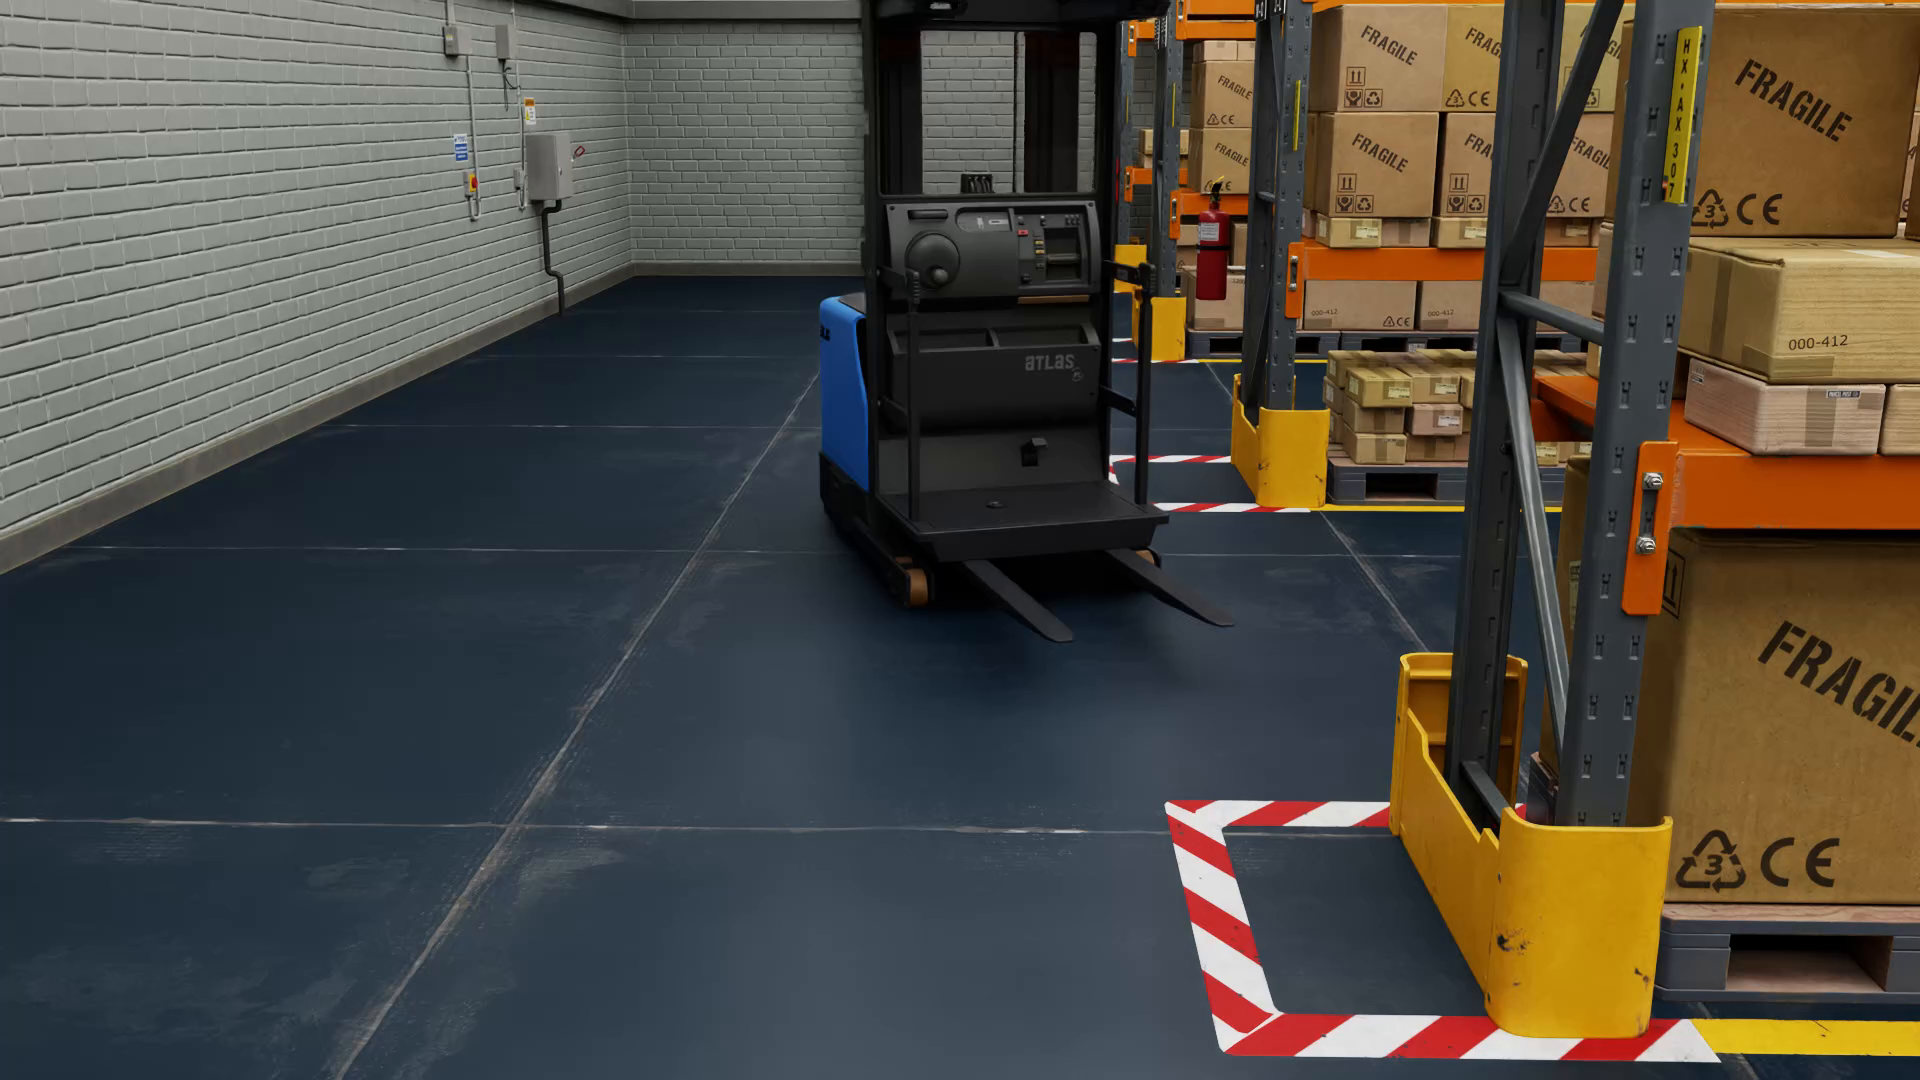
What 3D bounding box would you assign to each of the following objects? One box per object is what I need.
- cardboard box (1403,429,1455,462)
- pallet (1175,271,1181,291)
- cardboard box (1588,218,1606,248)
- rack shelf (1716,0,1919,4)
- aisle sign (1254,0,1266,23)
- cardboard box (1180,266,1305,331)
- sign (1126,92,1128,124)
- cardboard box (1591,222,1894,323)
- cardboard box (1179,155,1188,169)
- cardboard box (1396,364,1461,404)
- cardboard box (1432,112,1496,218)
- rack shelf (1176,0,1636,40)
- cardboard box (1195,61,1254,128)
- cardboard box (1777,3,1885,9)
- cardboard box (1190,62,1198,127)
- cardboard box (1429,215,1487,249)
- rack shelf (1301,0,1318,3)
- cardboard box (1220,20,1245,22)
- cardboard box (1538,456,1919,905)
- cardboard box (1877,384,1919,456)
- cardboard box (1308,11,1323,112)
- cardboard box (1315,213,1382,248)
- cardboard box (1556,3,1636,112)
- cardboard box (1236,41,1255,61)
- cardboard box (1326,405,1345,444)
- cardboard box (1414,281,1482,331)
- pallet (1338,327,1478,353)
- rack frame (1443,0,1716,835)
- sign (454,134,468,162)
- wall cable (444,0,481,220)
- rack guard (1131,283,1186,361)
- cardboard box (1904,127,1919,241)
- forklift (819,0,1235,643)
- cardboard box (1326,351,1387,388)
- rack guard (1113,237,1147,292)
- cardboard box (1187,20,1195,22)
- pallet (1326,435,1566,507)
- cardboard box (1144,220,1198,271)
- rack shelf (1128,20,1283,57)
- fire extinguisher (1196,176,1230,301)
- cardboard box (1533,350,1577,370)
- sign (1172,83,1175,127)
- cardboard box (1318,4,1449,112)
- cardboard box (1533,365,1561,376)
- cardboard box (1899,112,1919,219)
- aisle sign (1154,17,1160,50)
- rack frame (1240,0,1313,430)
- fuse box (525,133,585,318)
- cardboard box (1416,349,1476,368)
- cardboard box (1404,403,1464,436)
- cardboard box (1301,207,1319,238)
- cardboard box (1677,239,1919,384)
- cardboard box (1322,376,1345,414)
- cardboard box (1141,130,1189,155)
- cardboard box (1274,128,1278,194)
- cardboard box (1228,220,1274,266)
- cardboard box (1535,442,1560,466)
[{"bbox_3d":[2.413,-0.522,8.705,0.250,0.149,0.380,0,15,1],"label":"cardboard box"},{"bbox_3d":[2.655,-2.939,18.565,1.213,0.211,1.003,0,15,1],"label":"pallet"},{"bbox_3d":[3.251,-1.566,8.389,0.250,0.149,0.380,0,15,0],"label":"cardboard box"},{"bbox_3d":[7.657,-4.090,12.993,4.000,0.370,1.077,0,15,1],"label":"rack shelf"},{"bbox_3d":[1.568,-3.098,8.605,0.004,0.787,0.394,0,15,1],"label":"aisle sign"},{"bbox_3d":[2.321,-2.012,13.785,0.875,0.438,0.875,0,15,0],"label":"cardboard box"},{"bbox_3d":[1.768,-4.573,17.595,0.005,0.325,0.100,0,15,1],"label":"sign"},{"bbox_3d":[1.897,-0.635,4.078,0.500,0.250,0.500,0,15,1],"label":"cardboard box"},{"bbox_3d":[2.359,-4.109,18.027,0.250,0.149,0.380,1,15,3],"label":"cardboard box"},{"bbox_3d":[2.427,-0.815,8.647,0.250,0.149,0.380,1,15,2],"label":"cardboard box"},{"bbox_3d":[2.611,-1.885,8.327,0.500,0.500,0.500,0,15,2],"label":"cardboard box"},{"bbox_3d":[3.658,-4.116,13.091,4.000,0.370,1.077,0,15,1],"label":"rack shelf"},{"bbox_3d":[2.132,-3.483,13.004,0.500,0.500,0.500,0,15,0],"label":"cardboard box"},{"bbox_3d":[4.127,-2.356,8.152,0.500,0.500,0.500,1,15,3],"label":"cardboard box"},{"bbox_3d":[2.147,-3.616,13.510,0.500,0.500,0.500,1,15,3],"label":"cardboard box"},{"bbox_3d":[2.472,-1.550,8.327,0.250,0.149,0.380,0,15,0],"label":"cardboard box"},{"bbox_3d":[3.633,-2.853,8.304,4.000,0.370,1.077,0,15,1],"label":"rack shelf"},{"bbox_3d":[2.860,-5.531,17.537,0.250,0.149,0.380,1,15,3],"label":"cardboard box"},{"bbox_3d":[2.048,0.309,4.132,0.875,0.875,0.875,0,15,1],"label":"cardboard box"},{"bbox_3d":[2.009,-0.290,3.552,0.250,0.149,0.380,0,15,1],"label":"cardboard box"},{"bbox_3d":[2.097,-2.500,8.695,0.500,0.500,0.500,0,15,0],"label":"cardboard box"},{"bbox_3d":[1.949,-1.556,8.352,0.250,0.149,0.380,0,15,1],"label":"cardboard box"},{"bbox_3d":[3.100,-2.358,8.158,0.500,0.500,0.500,0,15,0],"label":"cardboard box"},{"bbox_3d":[2.271,-3.816,12.995,0.250,0.149,0.380,1,15,3],"label":"cardboard box"},{"bbox_3d":[2.165,-0.638,9.143,0.250,0.149,0.380,1,15,2],"label":"cardboard box"},{"bbox_3d":[4.138,-2.002,13.747,0.875,0.438,0.875,0,15,0],"label":"cardboard box"},{"bbox_3d":[3.677,-1.684,13.810,1.213,0.211,1.003,0,15,1],"label":"pallet"},{"bbox_3d":[1.406,-0.499,3.853,0.127,3.000,1.000,0,15,1],"label":"rack frame"},{"bbox_3d":[-4.041,-3.176,13.469,0.001,0.218,0.327,0,15,1],"label":"sign"},{"bbox_3d":[-3.979,-3.564,13.415,0.123,1.953,0.585,0,15,1],"label":"wall cable"},{"bbox_3d":[1.635,-1.818,13.751,0.348,0.500,1.175,0,15,1],"label":"rack guard"},{"bbox_3d":[2.379,-0.858,3.453,0.500,0.500,0.500,0,15,0],"label":"cardboard box"},{"bbox_3d":[0.210,-1.250,6.833,1.130,2.935,3.031,-4,15,-16],"label":"forklift"},{"bbox_3d":[2.169,-0.937,9.111,0.250,0.149,0.380,1,15,2],"label":"cardboard box"},{"bbox_3d":[1.858,-3.083,18.547,0.348,0.500,1.175,0,15,1],"label":"rack guard"},{"bbox_3d":[2.357,-5.565,17.665,0.250,0.149,0.380,1,15,2],"label":"cardboard box"},{"bbox_3d":[2.521,-0.400,8.944,1.213,0.211,1.003,0,15,1],"label":"pallet"},{"bbox_3d":[2.391,-3.260,18.388,0.637,0.503,0.797,0,15,-1],"label":"cardboard box"},{"bbox_3d":[3.781,-5.382,17.889,4.000,0.370,1.077,0,15,1],"label":"rack shelf"},{"bbox_3d":[1.394,-1.665,9.154,0.183,0.674,0.296,0,15,1],"label":"fire extinguisher"},{"bbox_3d":[3.208,-0.946,9.145,0.250,0.149,0.380,1,15,4],"label":"cardboard box"},{"bbox_3d":[1.639,-3.342,12.775,0.005,0.325,0.100,0,15,1],"label":"sign"},{"bbox_3d":[2.076,-2.369,8.199,0.500,0.500,0.500,0,15,1],"label":"cardboard box"},{"bbox_3d":[2.926,-0.800,8.591,0.250,0.149,0.380,0,15,-1],"label":"cardboard box"},{"bbox_3d":[4.622,-1.864,8.248,0.500,0.500,0.500,0,15,0],"label":"cardboard box"},{"bbox_3d":[1.595,-4.363,13.401,0.004,0.787,0.394,0,15,1],"label":"aisle sign"},{"bbox_3d":[1.634,-1.764,8.644,0.127,3.000,1.000,0,15,1],"label":"rack frame"},{"bbox_3d":[-3.779,-2.969,15.740,0.414,1.711,0.539,0,15,1],"label":"fuse box"},{"bbox_3d":[2.681,-0.951,9.165,0.250,0.149,0.380,0,15,0],"label":"cardboard box"},{"bbox_3d":[2.423,-0.647,8.594,0.250,0.149,0.380,0,15,1],"label":"cardboard box"},{"bbox_3d":[1.967,-1.712,8.942,0.250,0.149,0.380,0,15,1],"label":"cardboard box"},{"bbox_3d":[1.879,-0.499,3.561,0.500,0.250,0.500,0,15,0],"label":"cardboard box"},{"bbox_3d":[2.168,-0.801,9.179,0.250,0.149,0.380,0,15,0],"label":"cardboard box"},{"bbox_3d":[2.229,-4.292,17.939,0.500,0.250,0.500,0,15,2],"label":"cardboard box"},{"bbox_3d":[2.638,-3.002,13.144,0.500,0.500,0.500,0,15,1],"label":"cardboard box"},{"bbox_3d":[3.245,-3.243,18.330,0.500,0.500,0.700,1,15,4],"label":"cardboard box"},{"bbox_3d":[2.914,-0.493,8.593,0.250,0.149,0.380,1,15,2],"label":"cardboard box"}]
